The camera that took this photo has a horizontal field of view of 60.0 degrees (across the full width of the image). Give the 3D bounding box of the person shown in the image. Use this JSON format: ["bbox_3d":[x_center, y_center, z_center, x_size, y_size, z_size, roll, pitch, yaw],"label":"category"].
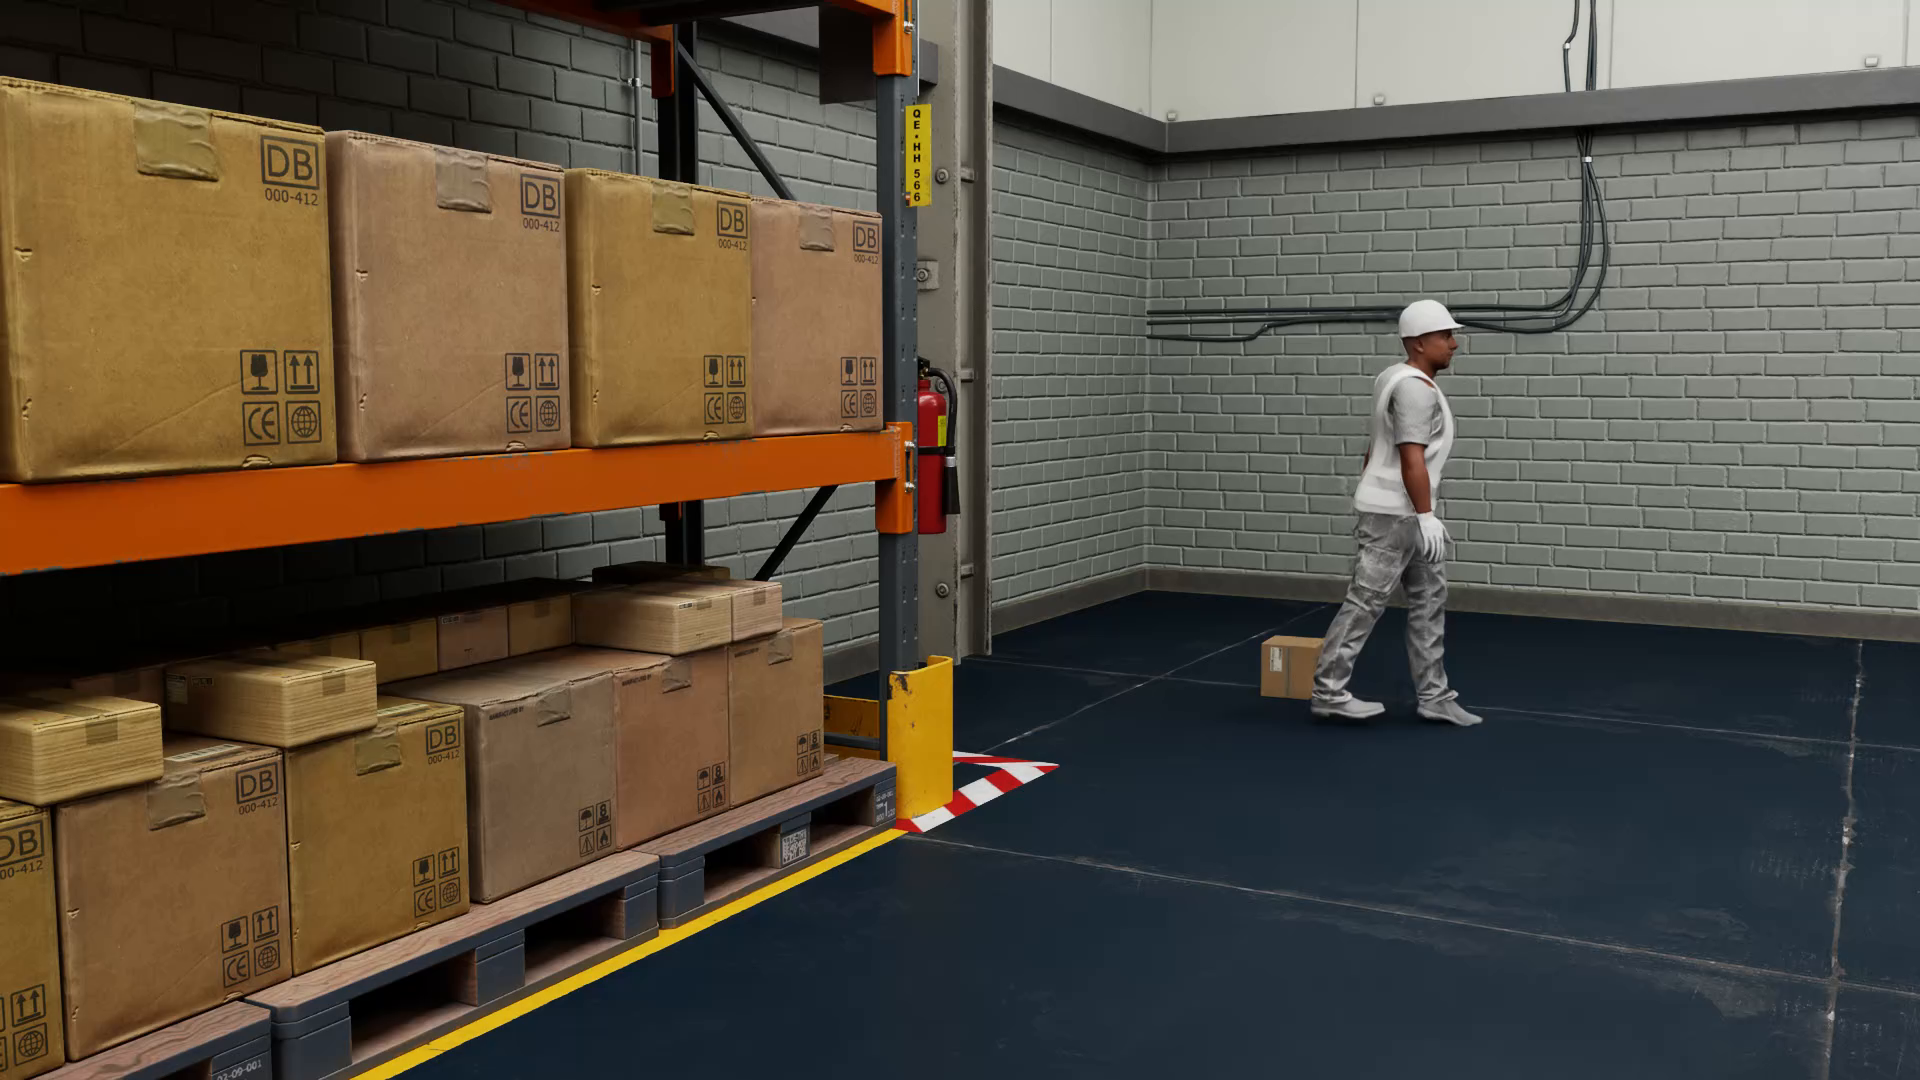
[{"bbox_3d":[1.839,-0.086,6.914,0.713,1.802,0.593,2,6,15],"label":"person"}]
